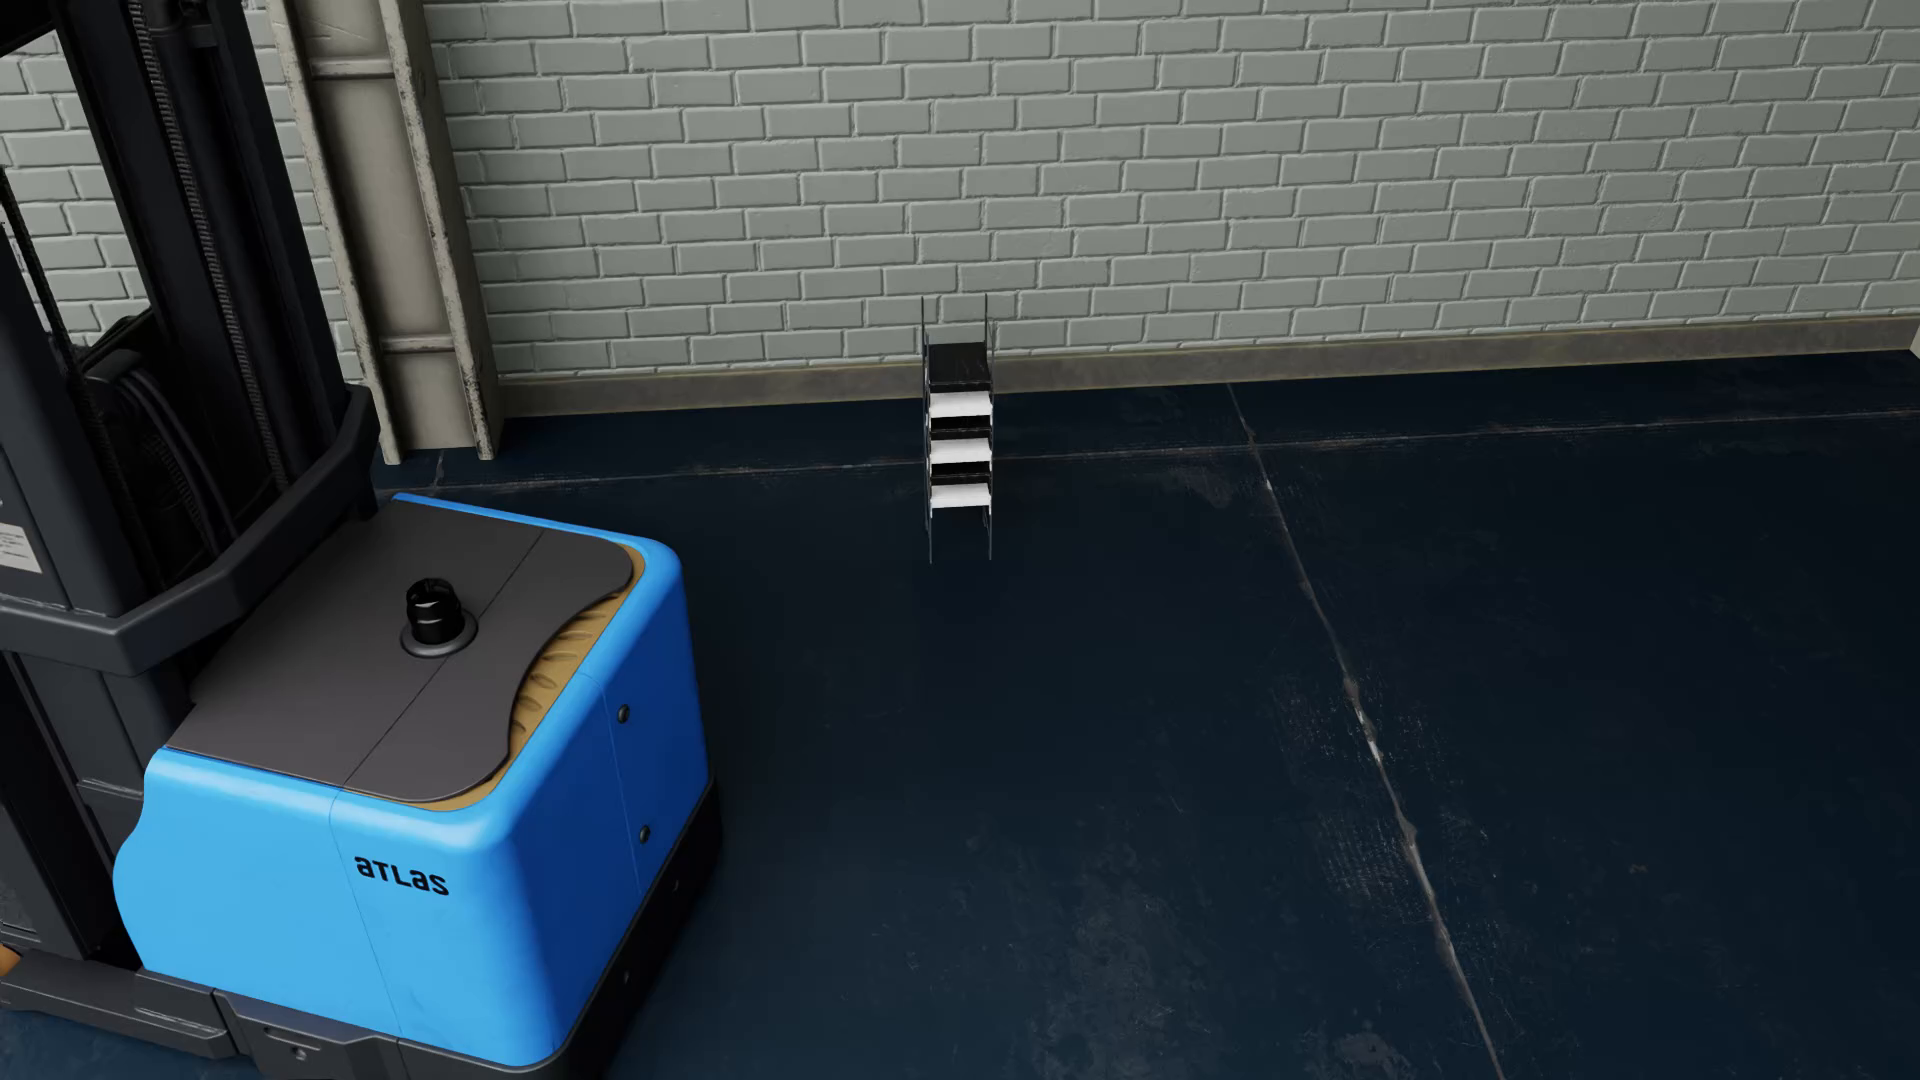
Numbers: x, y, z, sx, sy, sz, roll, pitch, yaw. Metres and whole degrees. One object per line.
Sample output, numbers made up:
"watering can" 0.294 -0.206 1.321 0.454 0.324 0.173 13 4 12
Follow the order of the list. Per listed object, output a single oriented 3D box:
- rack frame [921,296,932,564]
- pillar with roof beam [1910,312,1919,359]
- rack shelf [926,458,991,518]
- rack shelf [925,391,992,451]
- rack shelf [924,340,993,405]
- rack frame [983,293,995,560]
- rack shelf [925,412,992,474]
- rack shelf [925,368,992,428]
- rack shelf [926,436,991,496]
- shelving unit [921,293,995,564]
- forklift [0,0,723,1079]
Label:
"rack frame" -0.109 -0.347 5.464 0.006 0.900 0.240 -3 38 -4
"pillar with roof beam" 4.433 -1.588 0.498 0.400 9.000 9.100 -3 38 -4
"rack shelf" -0.008 -0.185 5.603 0.200 0.077 0.258 -3 38 -4
"rack shelf" -0.008 -0.397 5.436 0.200 0.077 0.258 -3 38 -4
"rack shelf" -0.008 -0.539 5.324 0.200 0.077 0.258 -3 38 -4
"rack frame" 0.093 -0.358 5.478 0.006 0.900 0.240 -3 38 -4
"rack shelf" -0.008 -0.327 5.491 0.200 0.077 0.258 -3 38 -4
"rack shelf" -0.008 -0.468 5.380 0.200 0.077 0.258 -3 38 -4
"rack shelf" -0.008 -0.256 5.547 0.200 0.077 0.258 -3 38 -4
"shelving unit" -0.008 -0.353 5.471 0.210 0.900 0.258 -3 38 -4
"forklift" -2.231 -0.268 3.723 3.031 2.935 1.130 10 39 13
